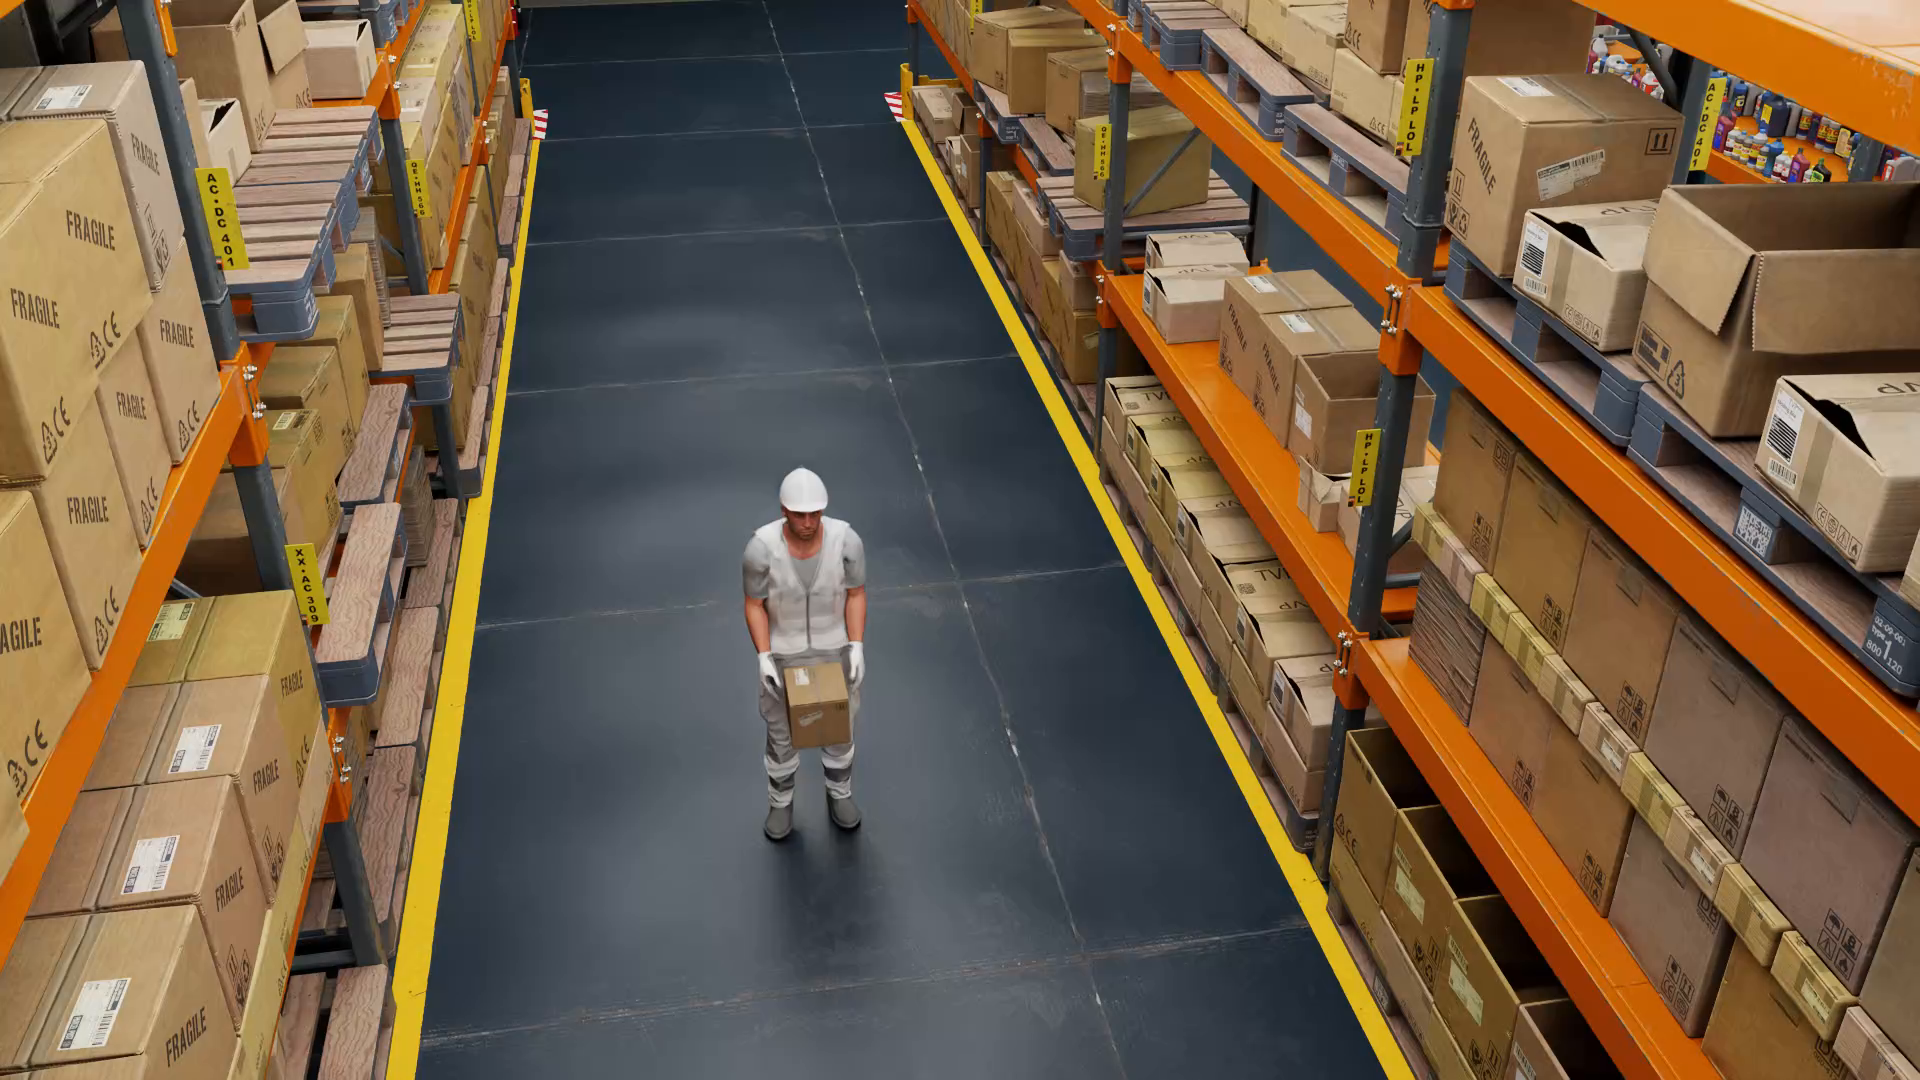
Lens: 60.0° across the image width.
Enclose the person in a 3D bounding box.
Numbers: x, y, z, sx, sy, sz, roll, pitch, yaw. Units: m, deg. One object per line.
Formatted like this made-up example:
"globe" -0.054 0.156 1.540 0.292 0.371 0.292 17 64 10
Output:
"person" -0.654 0.498 7.265 0.537 1.791 0.449 -6 31 -10
